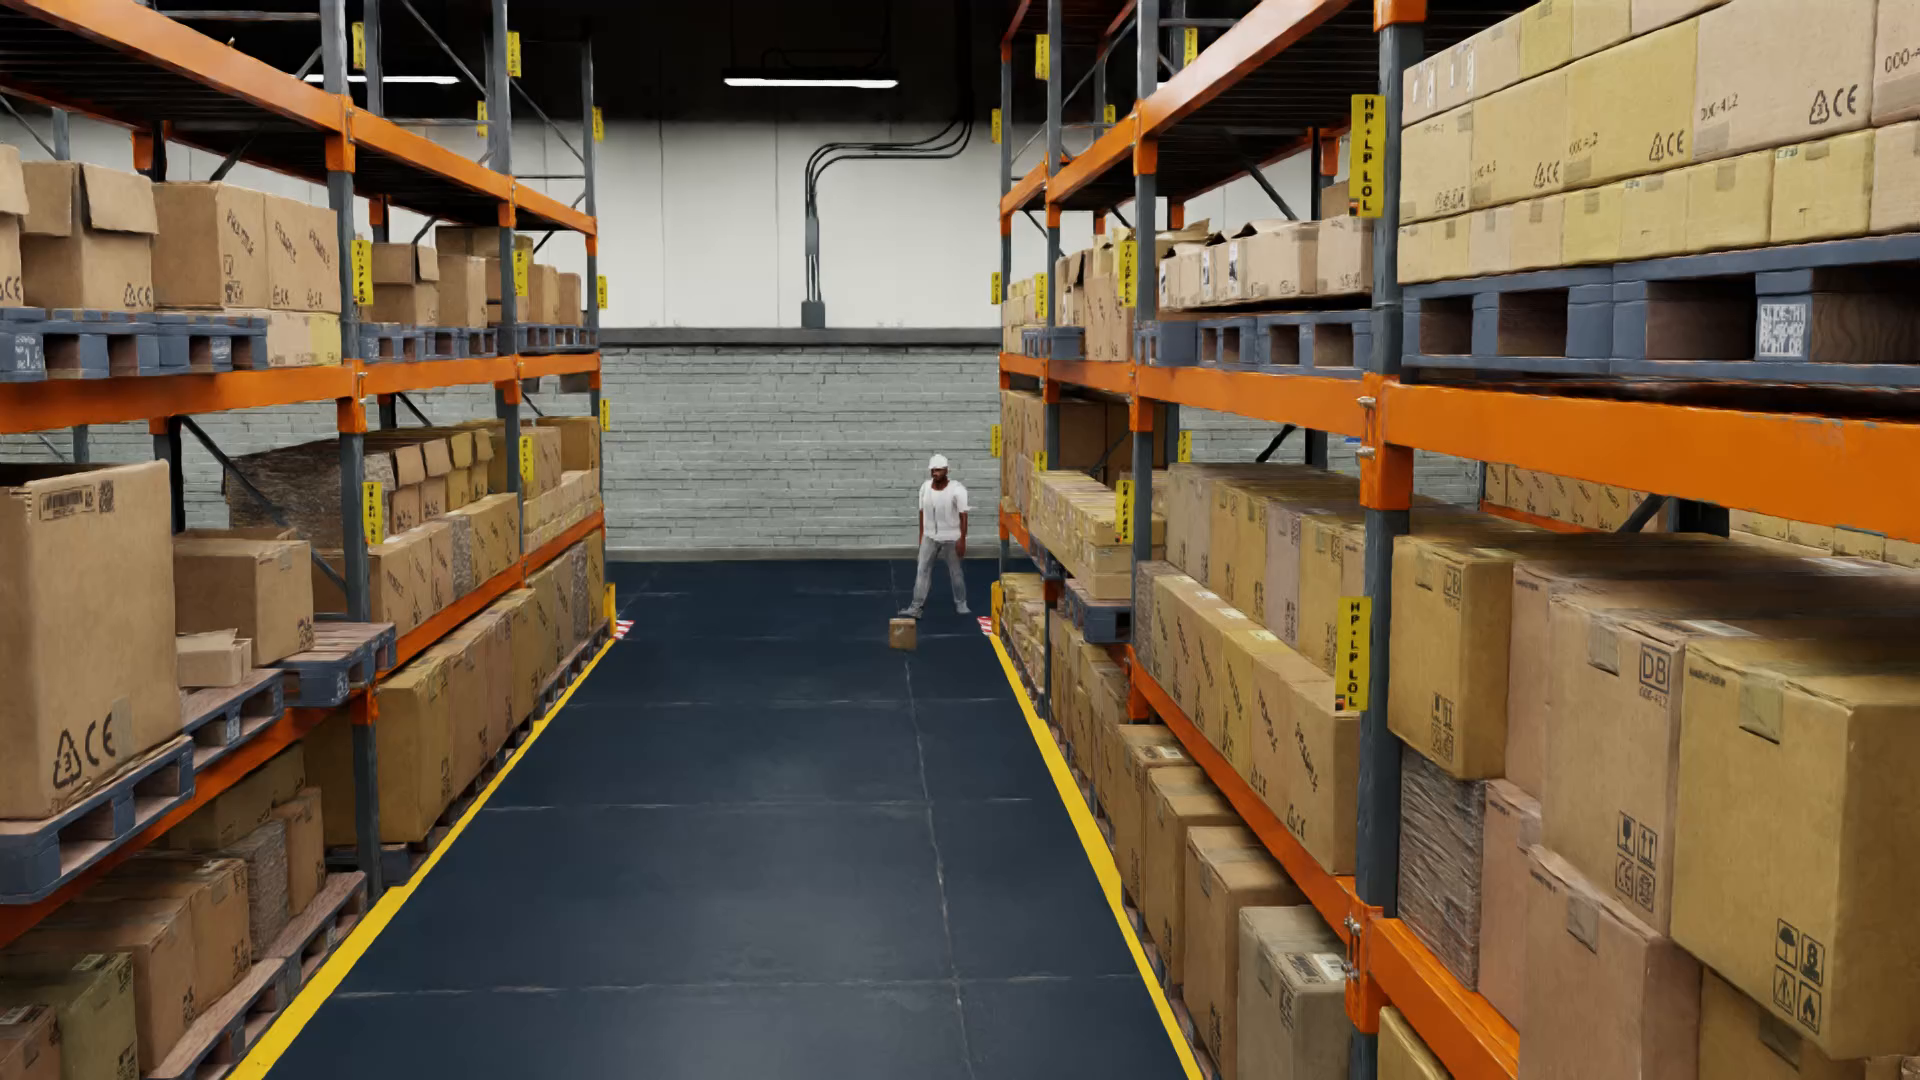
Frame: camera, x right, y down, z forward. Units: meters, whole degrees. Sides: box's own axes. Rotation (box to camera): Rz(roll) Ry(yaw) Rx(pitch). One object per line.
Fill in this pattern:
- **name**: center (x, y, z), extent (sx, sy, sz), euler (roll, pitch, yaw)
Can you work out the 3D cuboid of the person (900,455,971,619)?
- **person**: center (-0.218, -0.037, 17.495), extent (0.619, 1.725, 0.910), euler (3, 7, 23)
